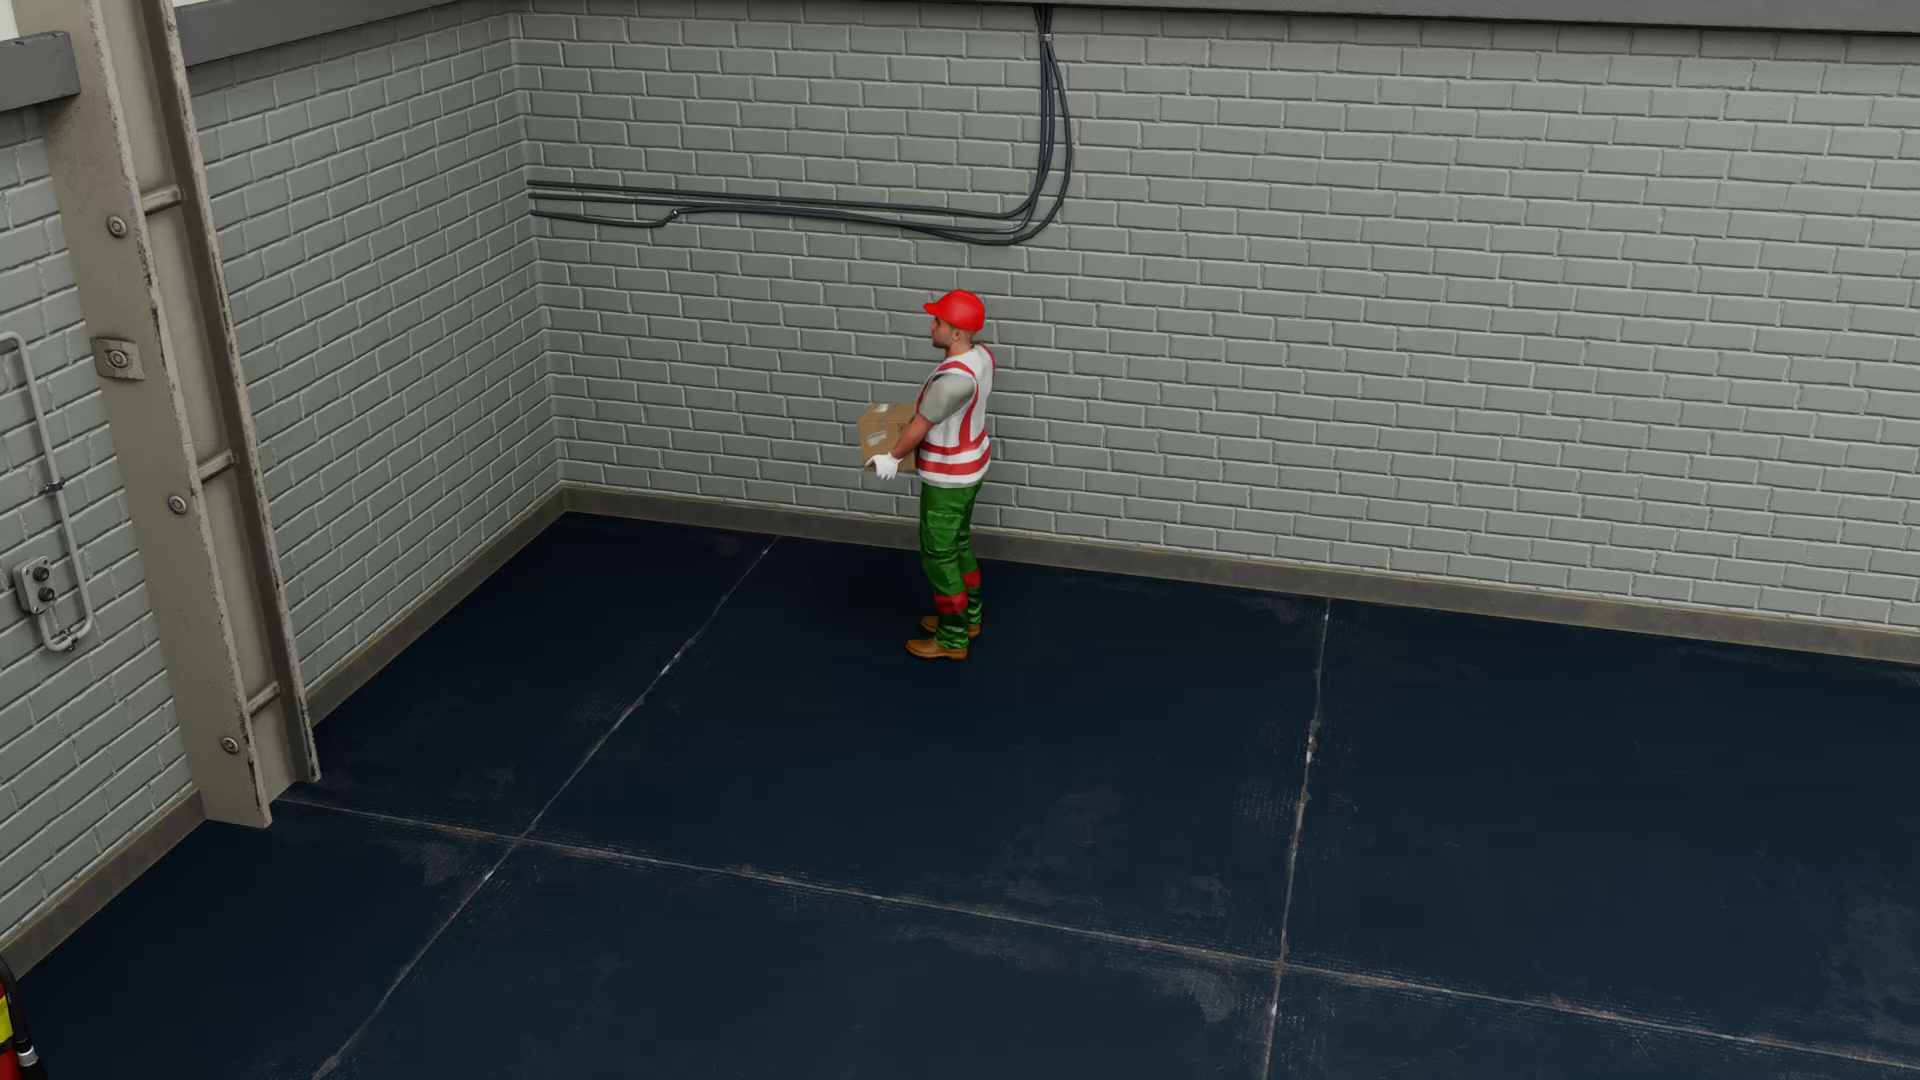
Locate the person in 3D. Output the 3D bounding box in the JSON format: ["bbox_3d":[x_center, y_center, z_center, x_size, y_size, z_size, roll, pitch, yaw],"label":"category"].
[{"bbox_3d":[-0.141,-0.310,7.743,0.551,1.785,0.495,7,26,14],"label":"person"}]
